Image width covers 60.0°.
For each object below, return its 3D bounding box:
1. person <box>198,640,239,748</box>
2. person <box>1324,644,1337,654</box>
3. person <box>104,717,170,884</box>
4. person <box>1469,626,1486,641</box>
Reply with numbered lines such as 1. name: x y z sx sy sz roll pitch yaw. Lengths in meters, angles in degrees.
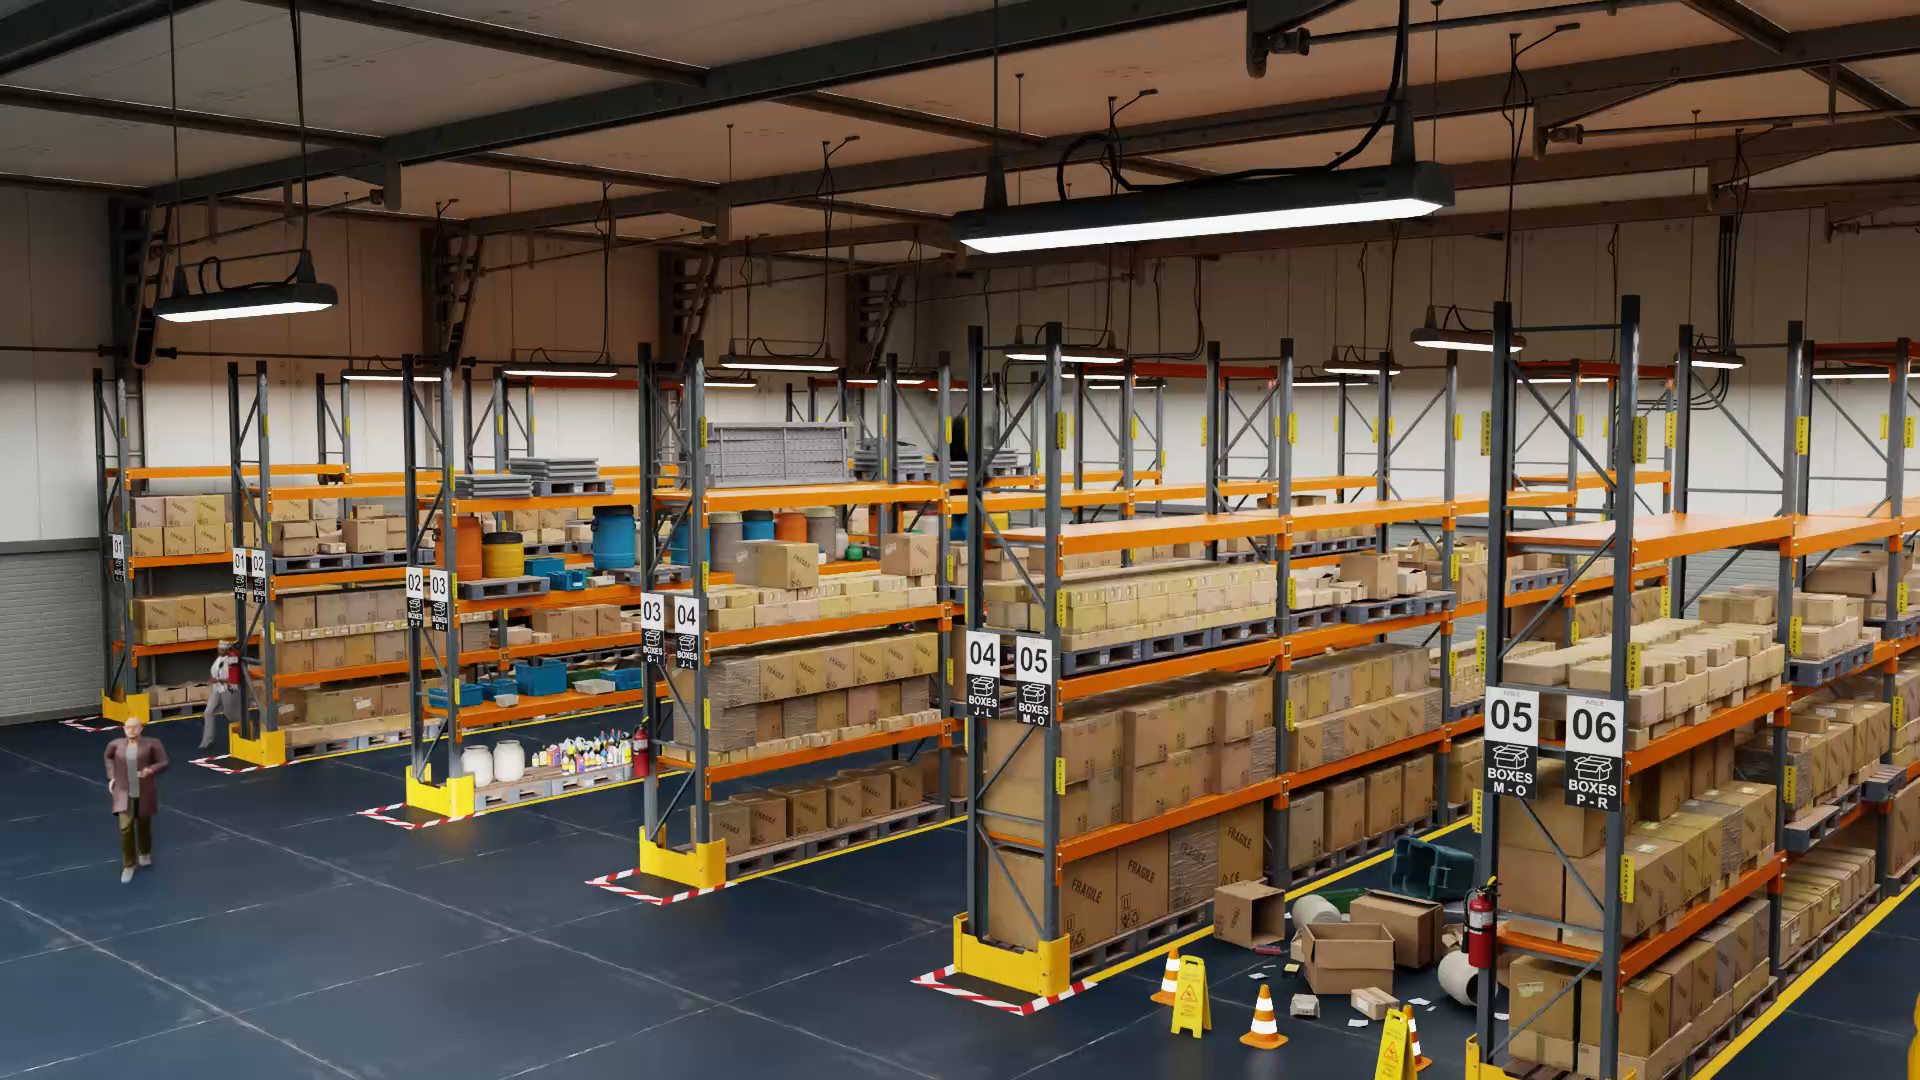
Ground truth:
1. person: -11.558 2.414 26.243 0.592 1.726 0.863 3 5 33
2. person: 5.732 2.442 25.945 0.556 1.614 0.523 3 5 33
3. person: -9.299 2.899 18.822 0.671 1.838 0.867 -2 5 -22
4. person: 8.442 2.296 27.025 0.677 1.836 0.776 4 6 41
